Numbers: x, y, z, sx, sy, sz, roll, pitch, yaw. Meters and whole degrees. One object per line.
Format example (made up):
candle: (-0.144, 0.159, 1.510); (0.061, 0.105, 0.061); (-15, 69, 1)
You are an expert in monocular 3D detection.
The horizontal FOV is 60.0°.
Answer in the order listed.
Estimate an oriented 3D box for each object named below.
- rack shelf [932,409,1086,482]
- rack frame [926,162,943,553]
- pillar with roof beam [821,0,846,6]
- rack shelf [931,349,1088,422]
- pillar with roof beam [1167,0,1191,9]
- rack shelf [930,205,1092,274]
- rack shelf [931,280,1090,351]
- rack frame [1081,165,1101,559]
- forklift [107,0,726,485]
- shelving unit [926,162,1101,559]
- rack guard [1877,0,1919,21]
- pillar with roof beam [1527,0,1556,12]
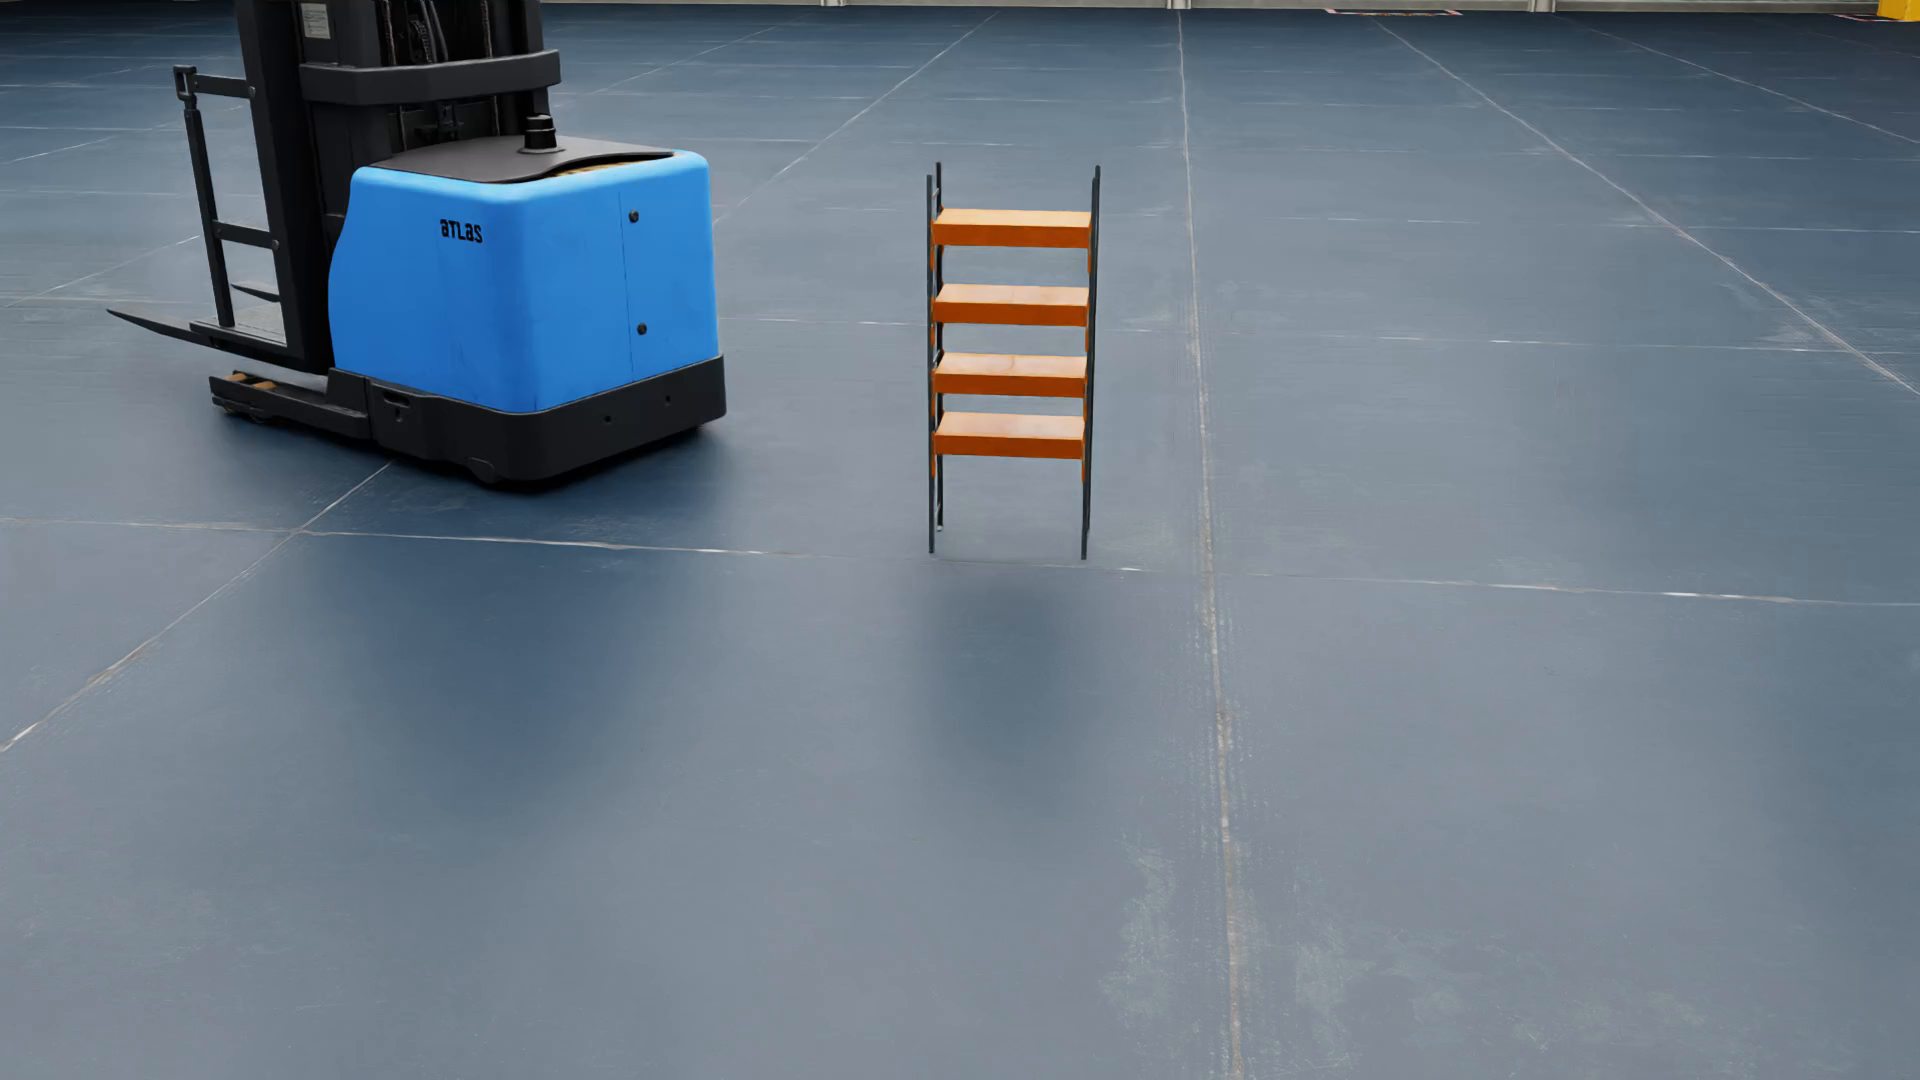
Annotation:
rack shelf: (0.164, -0.304, 5.299); (0.480, 0.148, 0.258); (2, 22, 6)
rack frame: (-0.078, -0.561, 5.228); (0.015, 1.200, 0.240); (2, 22, 6)
pillar with roof beam: (-2.719, -11.966, 23.466); (0.400, 9.000, 9.100); (2, 22, 6)
rack shelf: (0.164, -0.488, 5.226); (0.480, 0.148, 0.258); (2, 22, 6)
pillar with roof beam: (3.239, -11.706, 22.810); (0.400, 9.000, 9.100); (2, 22, 6)
rack shelf: (0.164, -0.916, 5.057); (0.480, 0.148, 0.258); (2, 22, 6)
rack shelf: (0.164, -0.696, 5.144); (0.480, 0.148, 0.258); (2, 22, 6)
rack frame: (0.407, -0.540, 5.174); (0.015, 1.200, 0.240); (2, 22, 6)
forklift: (-2.406, -1.967, 6.430); (3.031, 2.935, 1.130); (15, 26, 33)
shelving unit: (0.164, -0.551, 5.201); (0.503, 1.200, 0.258); (2, 22, 6)
rack guard: (14.941, -8.517, 26.304); (0.348, 0.500, 1.175); (2, 22, 6)
pillar with roof beam: (9.197, -11.446, 22.153); (0.400, 9.000, 9.100); (2, 22, 6)
